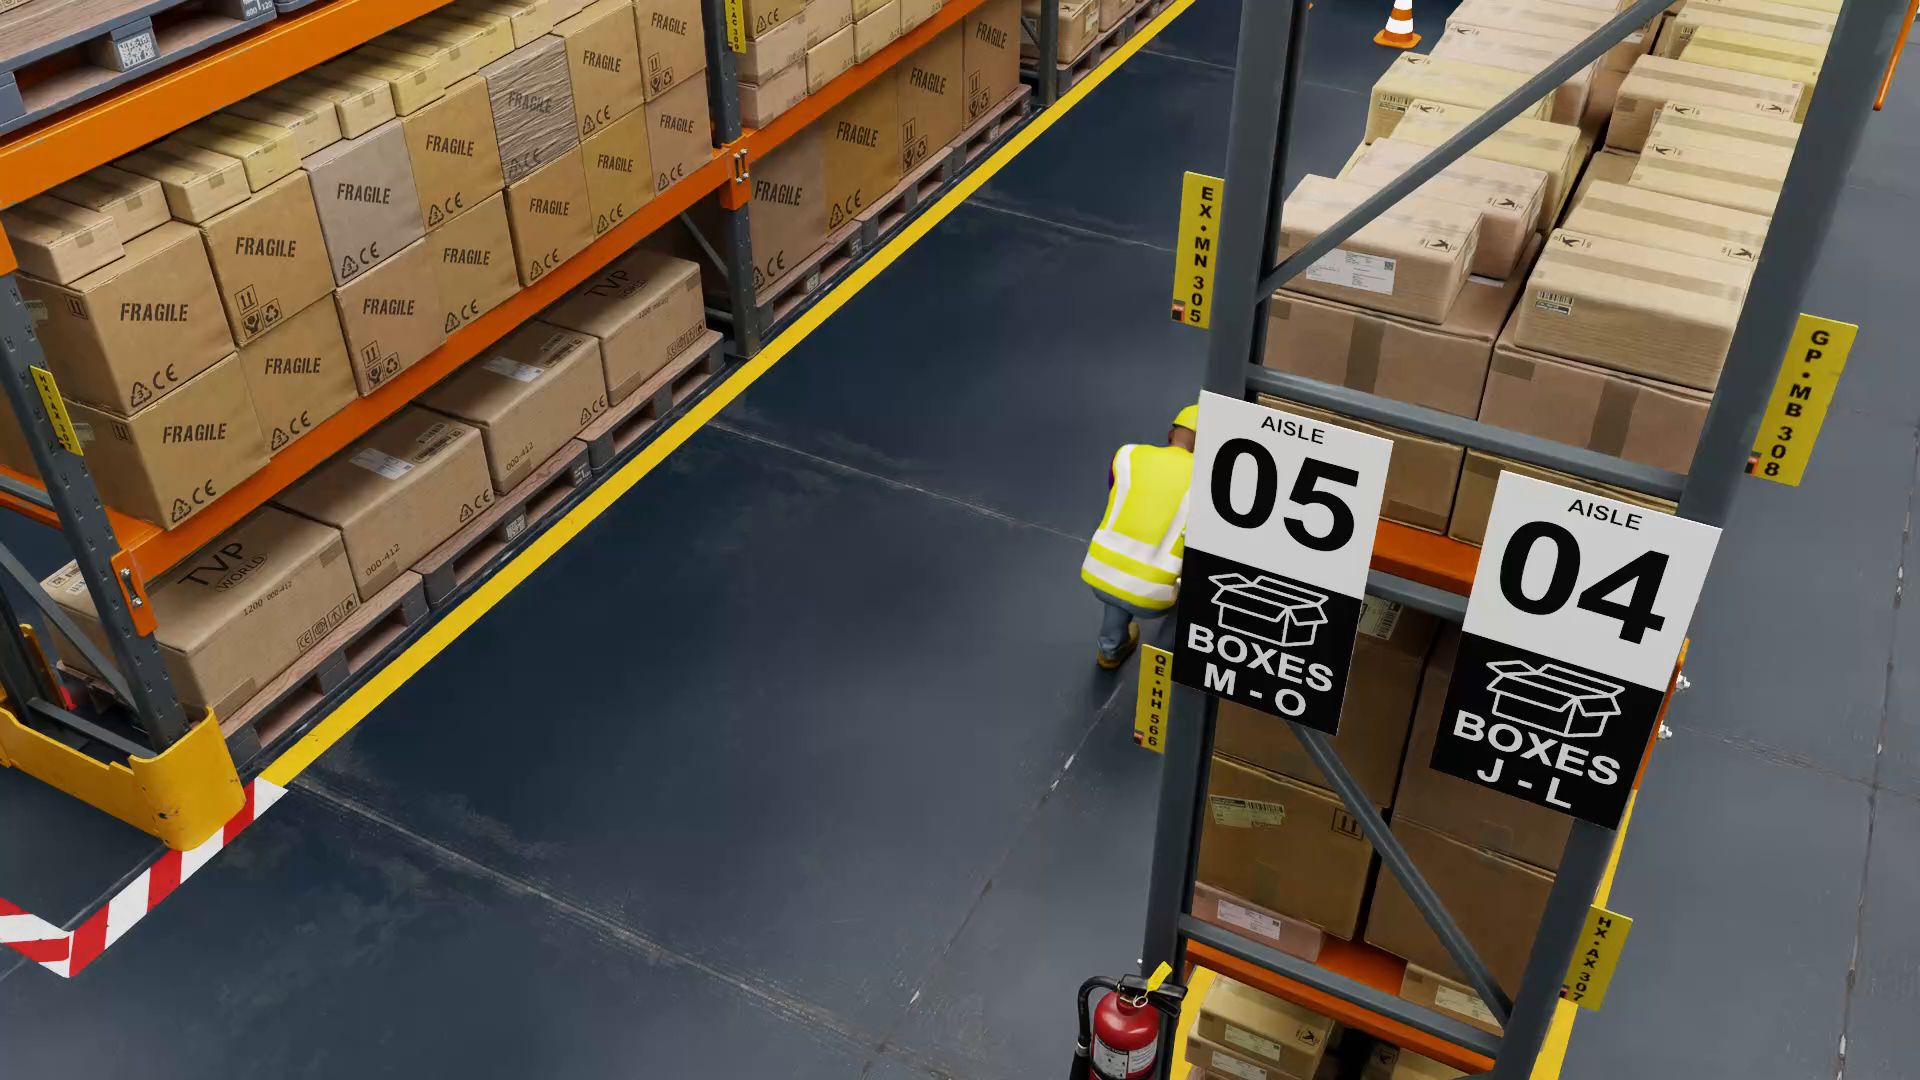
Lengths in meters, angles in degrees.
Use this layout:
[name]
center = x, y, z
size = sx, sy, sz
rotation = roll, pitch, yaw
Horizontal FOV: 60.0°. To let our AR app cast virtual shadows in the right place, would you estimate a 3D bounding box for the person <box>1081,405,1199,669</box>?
[person]
center = 0.838, 0.041, 7.197
size = 0.607, 1.133, 0.856
rotation = 24, 44, 28
